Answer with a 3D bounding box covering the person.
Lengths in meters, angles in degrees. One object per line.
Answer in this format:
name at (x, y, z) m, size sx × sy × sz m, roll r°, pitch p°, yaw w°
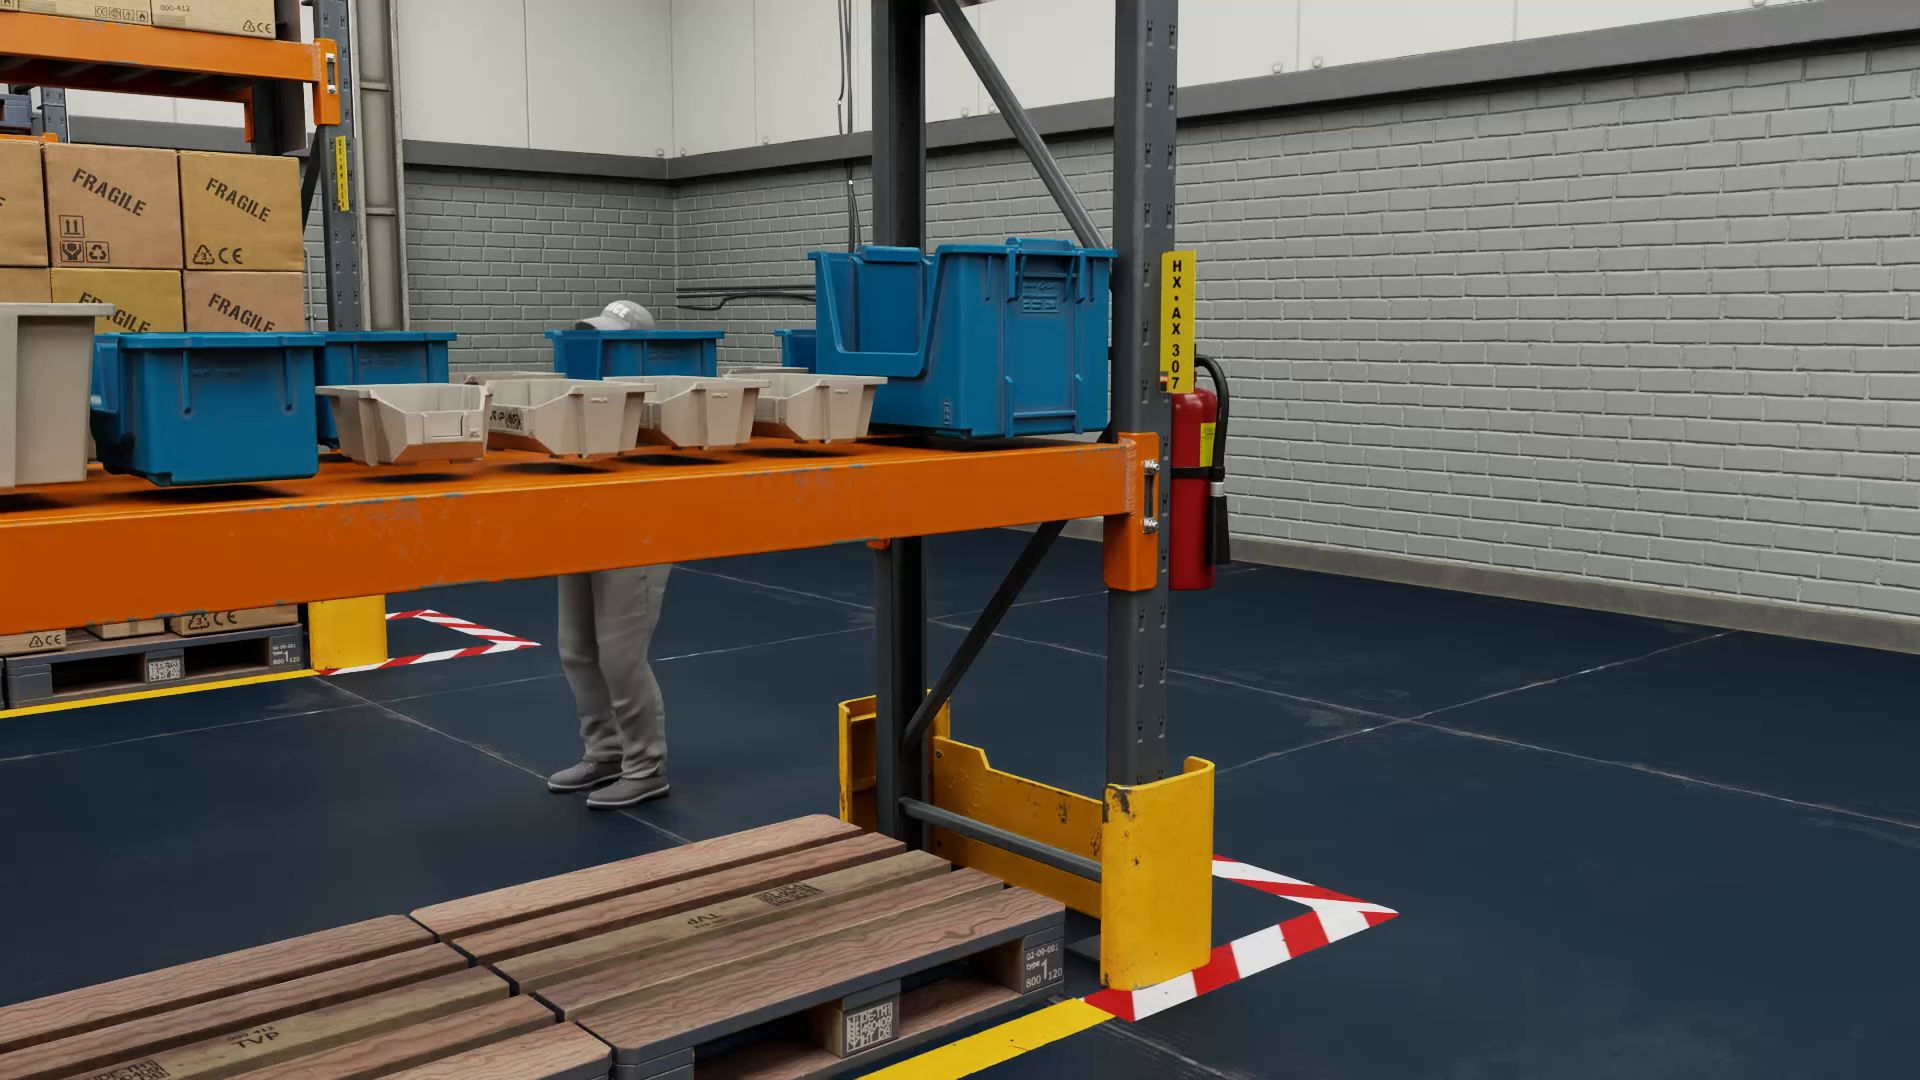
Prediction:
person at (-1.207, 0.046, 5.503) m, size 0.535 × 1.642 × 0.453 m, roll -7°, pitch 10°, yaw -41°
